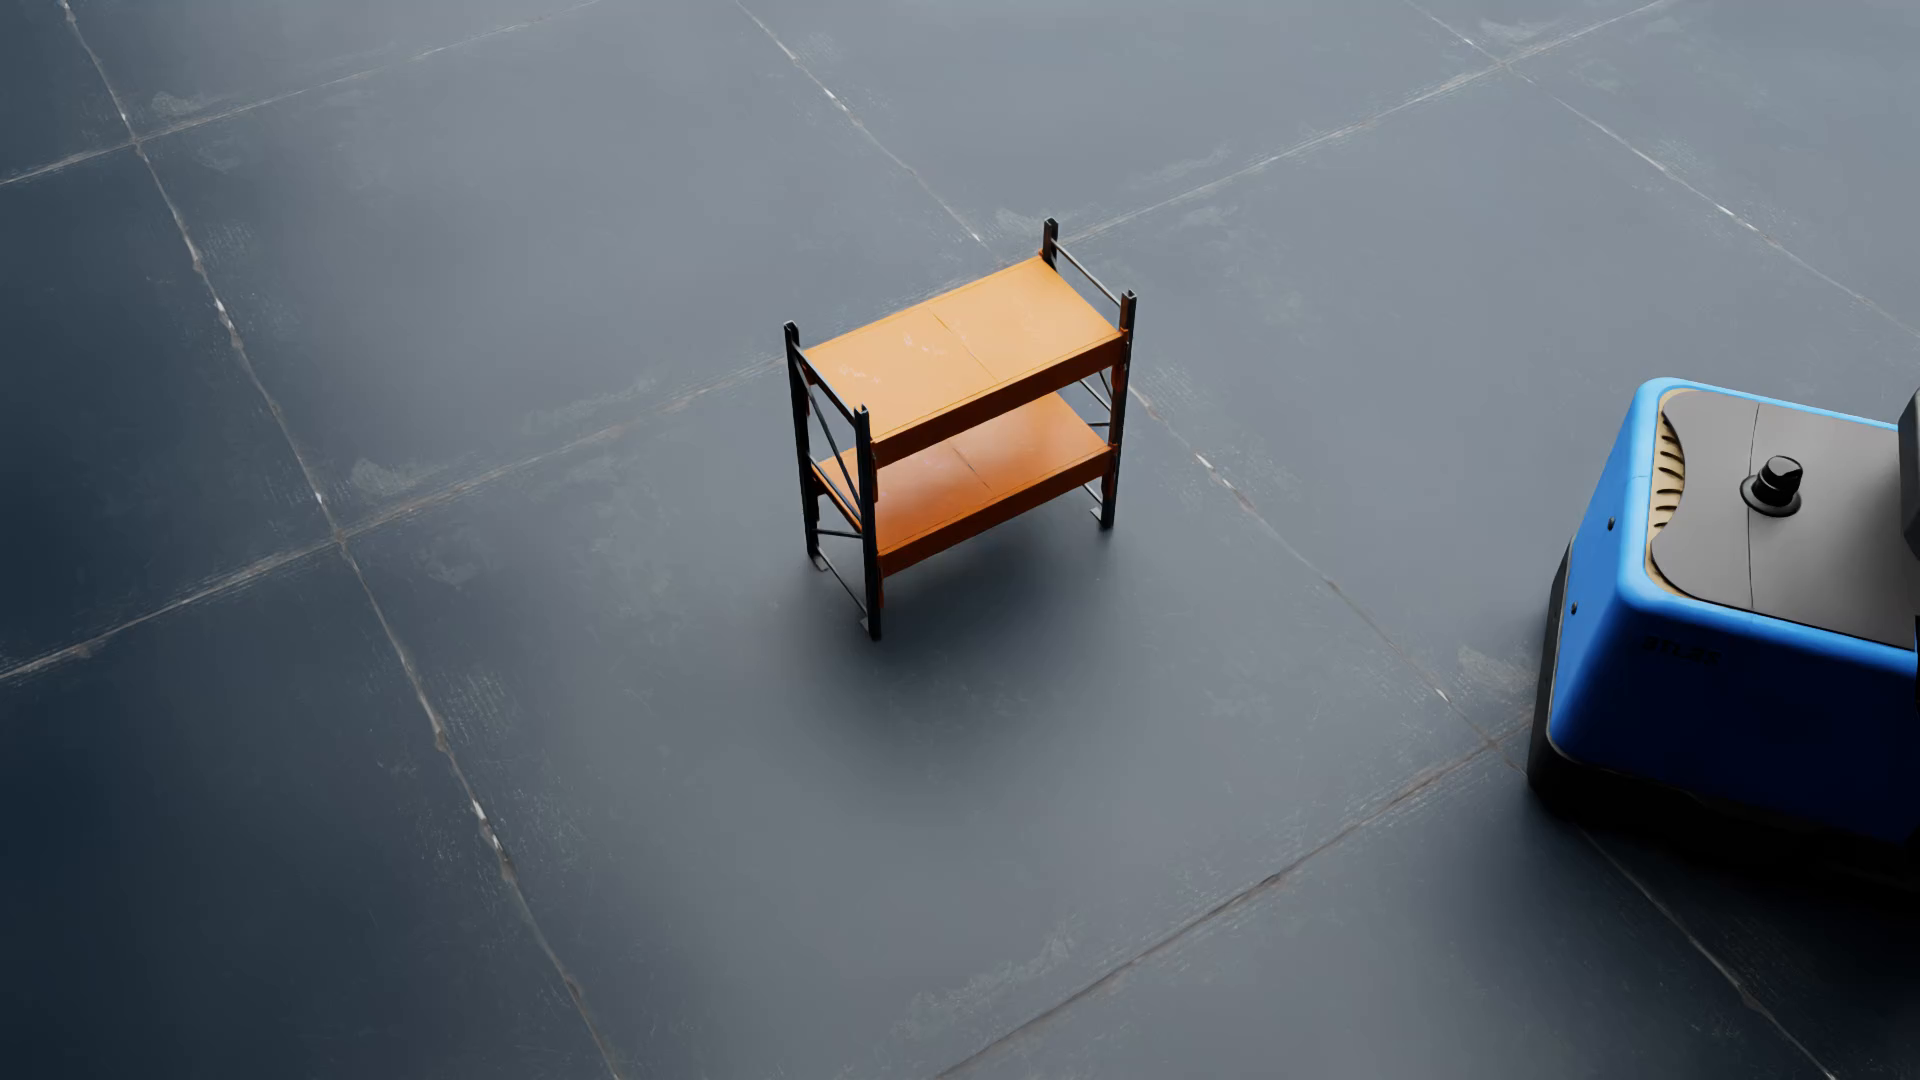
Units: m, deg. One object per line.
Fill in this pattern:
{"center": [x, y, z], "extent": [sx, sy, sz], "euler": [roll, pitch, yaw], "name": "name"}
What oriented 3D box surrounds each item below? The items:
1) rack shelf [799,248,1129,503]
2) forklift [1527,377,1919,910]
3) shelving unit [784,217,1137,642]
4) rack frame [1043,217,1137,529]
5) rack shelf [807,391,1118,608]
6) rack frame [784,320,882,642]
{"center": [0.006, -0.571, 5.614], "extent": [1.000, 0.278, 0.538], "euler": [-25, 53, -21], "name": "rack shelf"}
{"center": [3.436, -0.100, 4.376], "extent": [3.031, 2.935, 1.130], "euler": [14, 50, 12], "name": "forklift"}
{"center": [0.006, -0.377, 5.832], "extent": [1.048, 1.125, 0.538], "euler": [-25, 53, -21], "name": "shelving unit"}
{"center": [0.436, -0.579, 6.013], "extent": [0.032, 1.125, 0.500], "euler": [-25, 53, -21], "name": "rack frame"}
{"center": [0.006, -0.214, 6.015], "extent": [1.000, 0.278, 0.538], "euler": [-25, 53, -21], "name": "rack shelf"}
{"center": [-0.424, -0.174, 5.652], "extent": [0.032, 1.125, 0.500], "euler": [-25, 53, -21], "name": "rack frame"}
